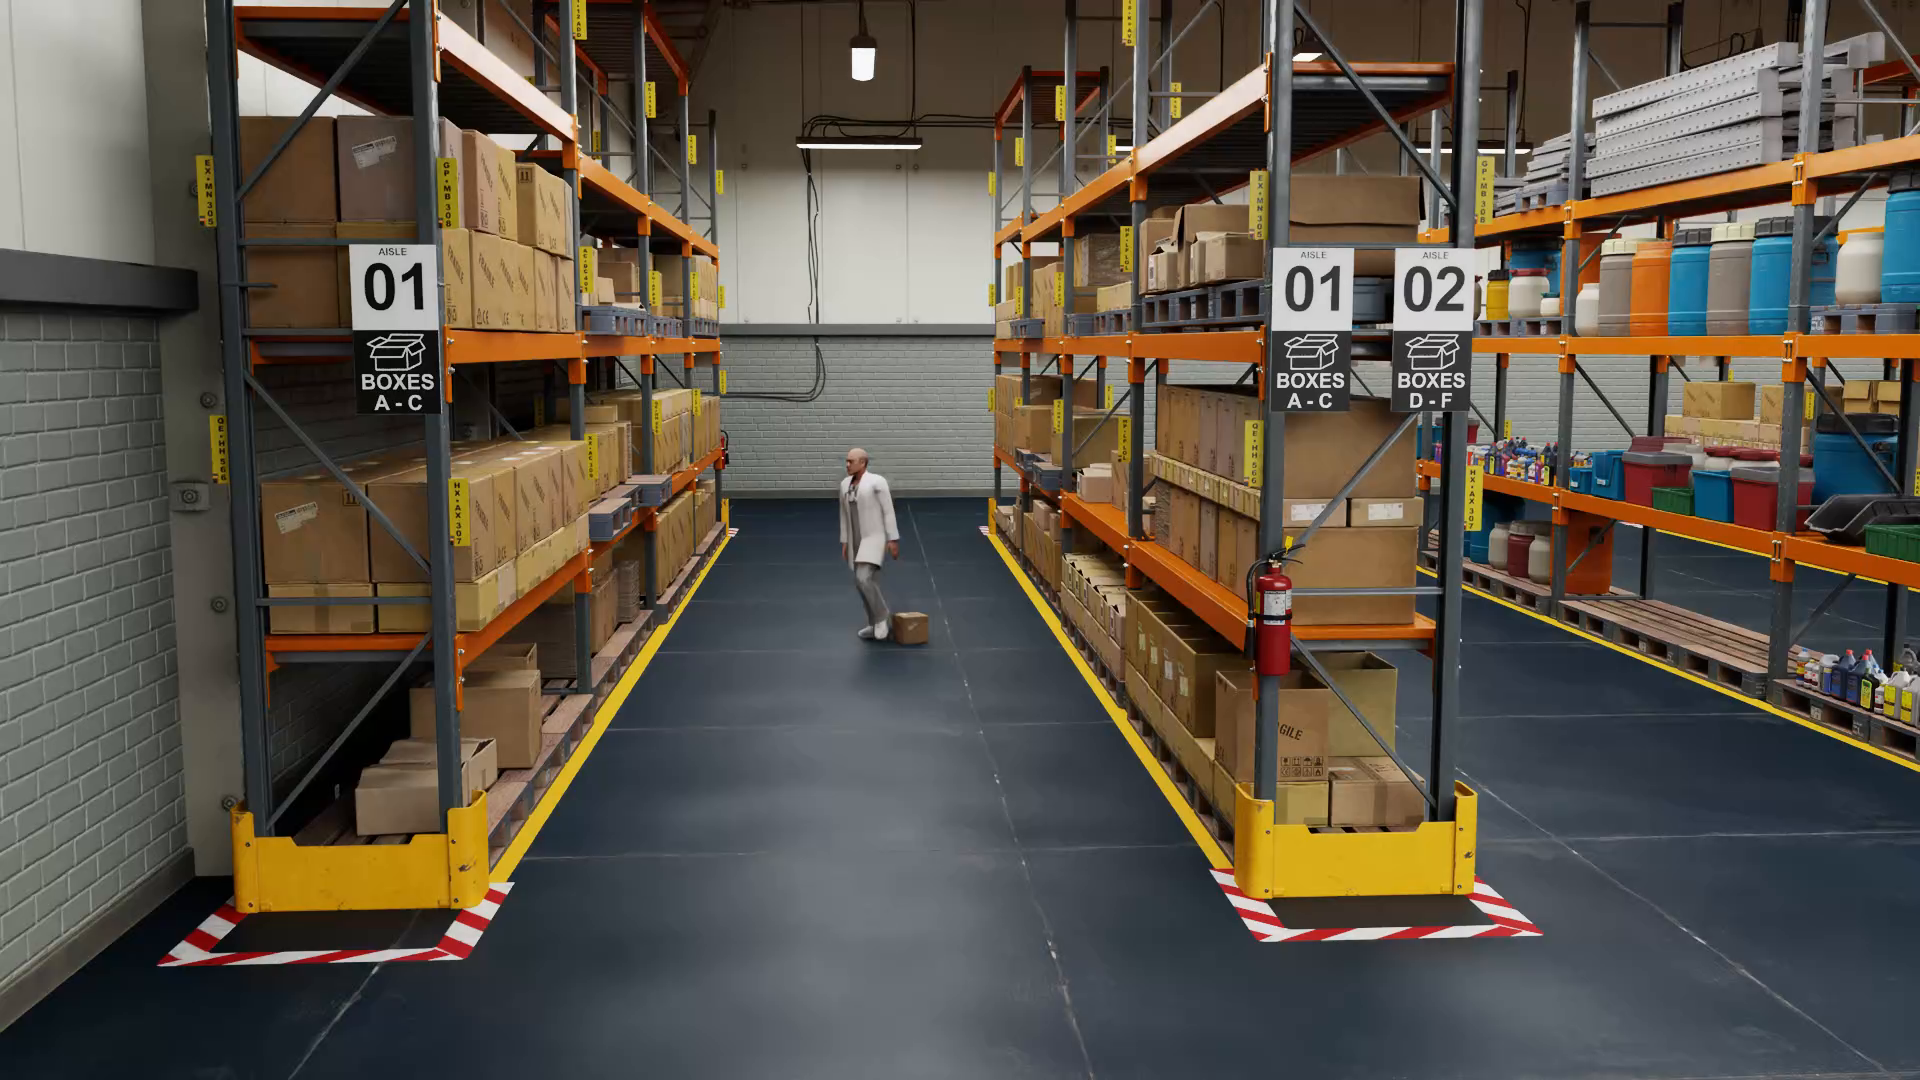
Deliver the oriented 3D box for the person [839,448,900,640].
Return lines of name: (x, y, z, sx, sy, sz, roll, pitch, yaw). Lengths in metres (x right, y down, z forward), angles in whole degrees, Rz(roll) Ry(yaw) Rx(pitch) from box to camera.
person: (-0.860, 0.029, 15.369, 0.616, 1.762, 0.551, 6, 9, 42)
